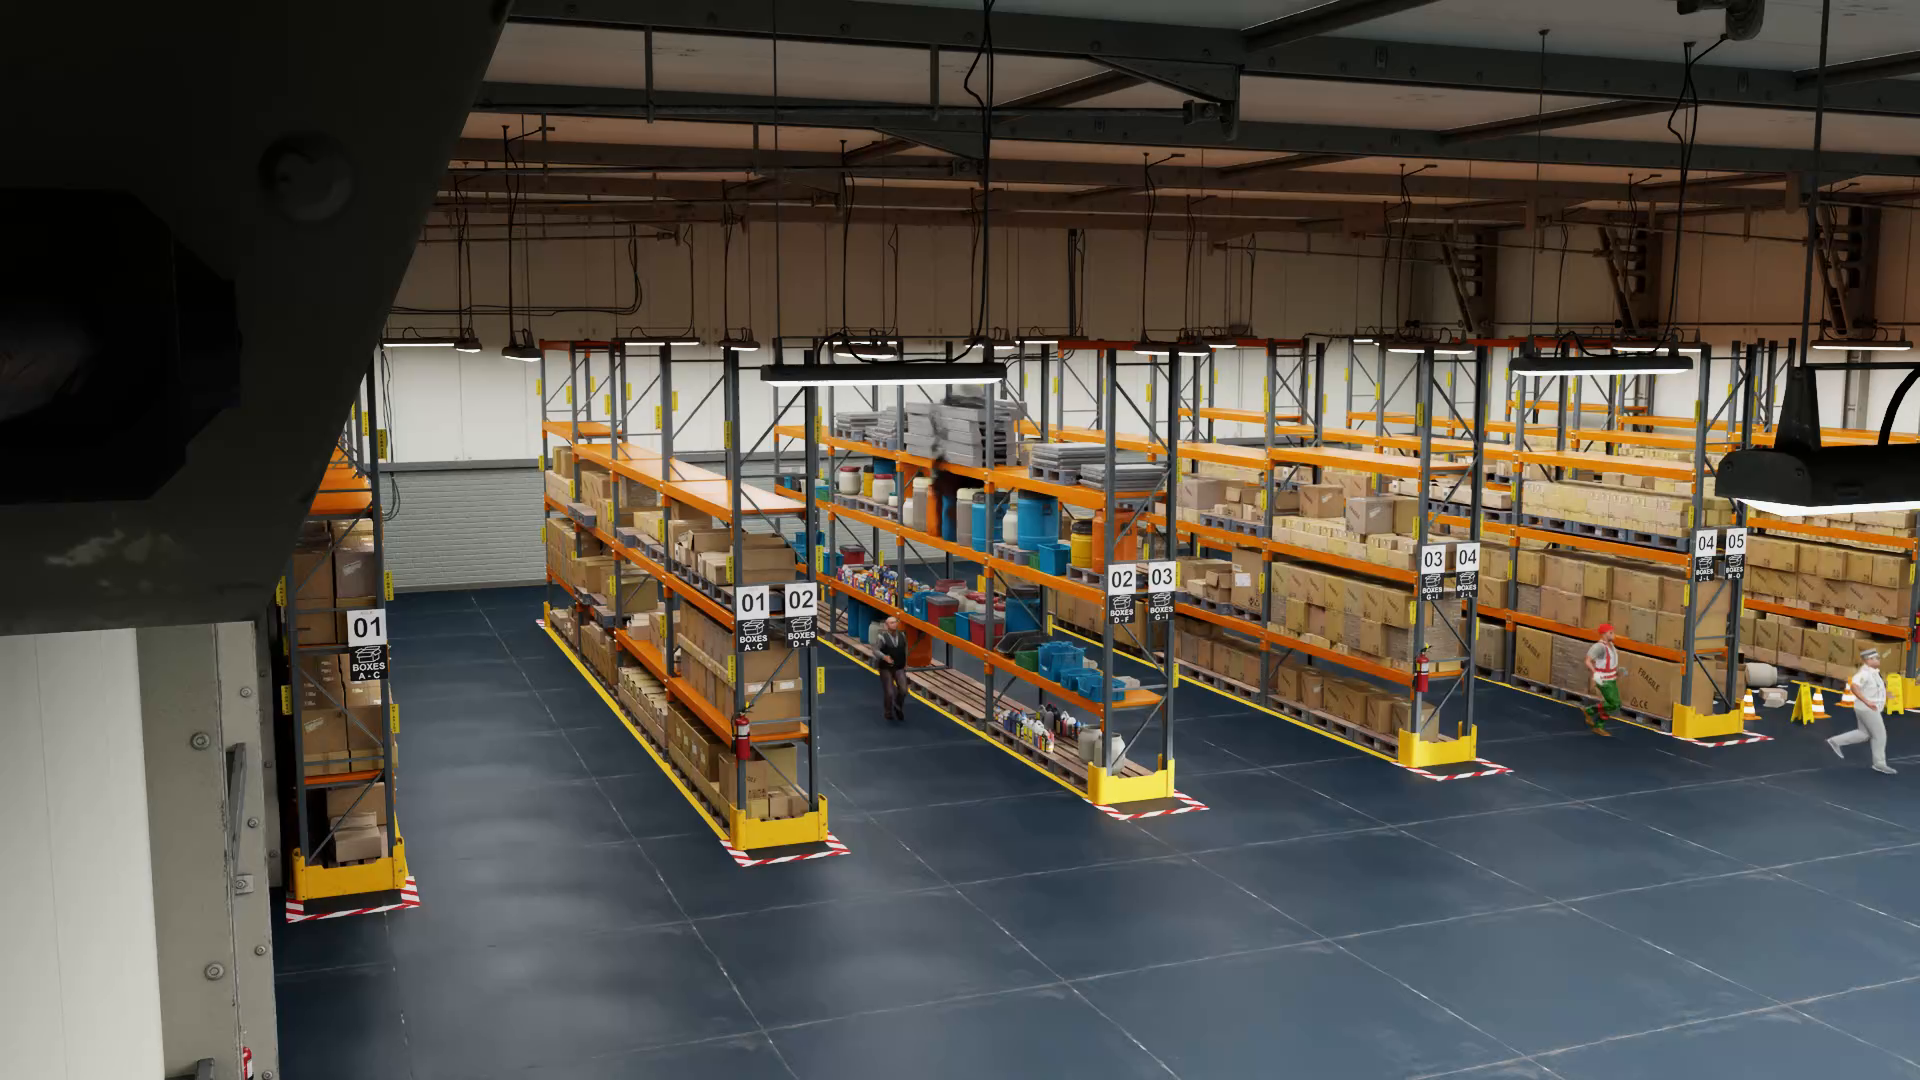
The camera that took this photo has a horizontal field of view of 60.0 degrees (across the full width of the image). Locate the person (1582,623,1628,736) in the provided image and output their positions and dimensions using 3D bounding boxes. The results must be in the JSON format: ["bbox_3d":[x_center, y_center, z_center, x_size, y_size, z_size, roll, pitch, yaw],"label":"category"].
[{"bbox_3d":[9.946,2.153,25.617,0.591,1.748,0.666,7,10,44],"label":"person"}]

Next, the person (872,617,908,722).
[{"bbox_3d":[-1.066,2.052,26.401,0.653,1.685,0.664,-3,8,-20],"label":"person"}]

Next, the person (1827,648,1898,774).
[{"bbox_3d":[12.872,2.406,23.629,0.904,1.781,0.663,4,8,27],"label":"person"}]
